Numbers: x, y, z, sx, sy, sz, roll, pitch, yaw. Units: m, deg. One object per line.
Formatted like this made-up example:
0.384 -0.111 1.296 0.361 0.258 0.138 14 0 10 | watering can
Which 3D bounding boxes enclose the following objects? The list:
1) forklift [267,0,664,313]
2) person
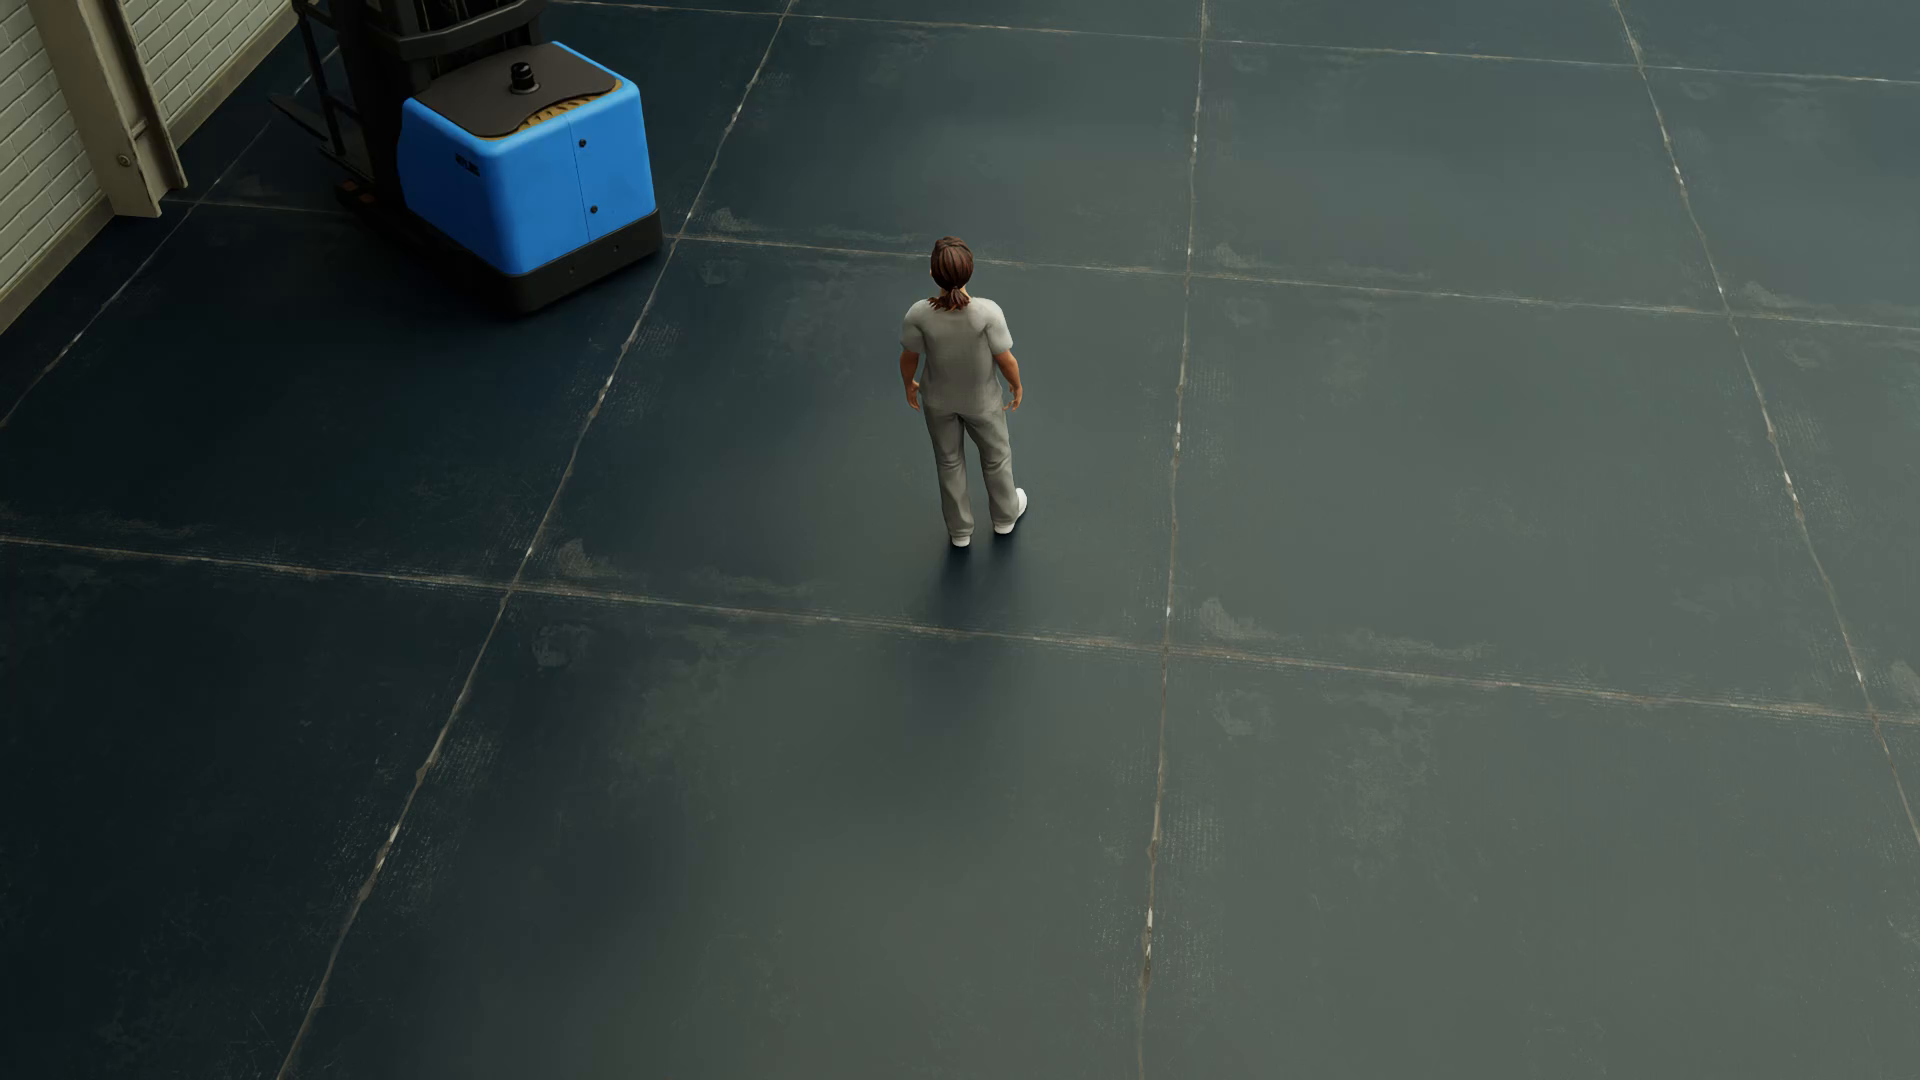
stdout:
-3.129 -3.211 9.220 3.031 2.935 1.130 33 52 31 | forklift
0.024 -0.671 7.372 0.549 1.673 0.548 5 43 6 | person
